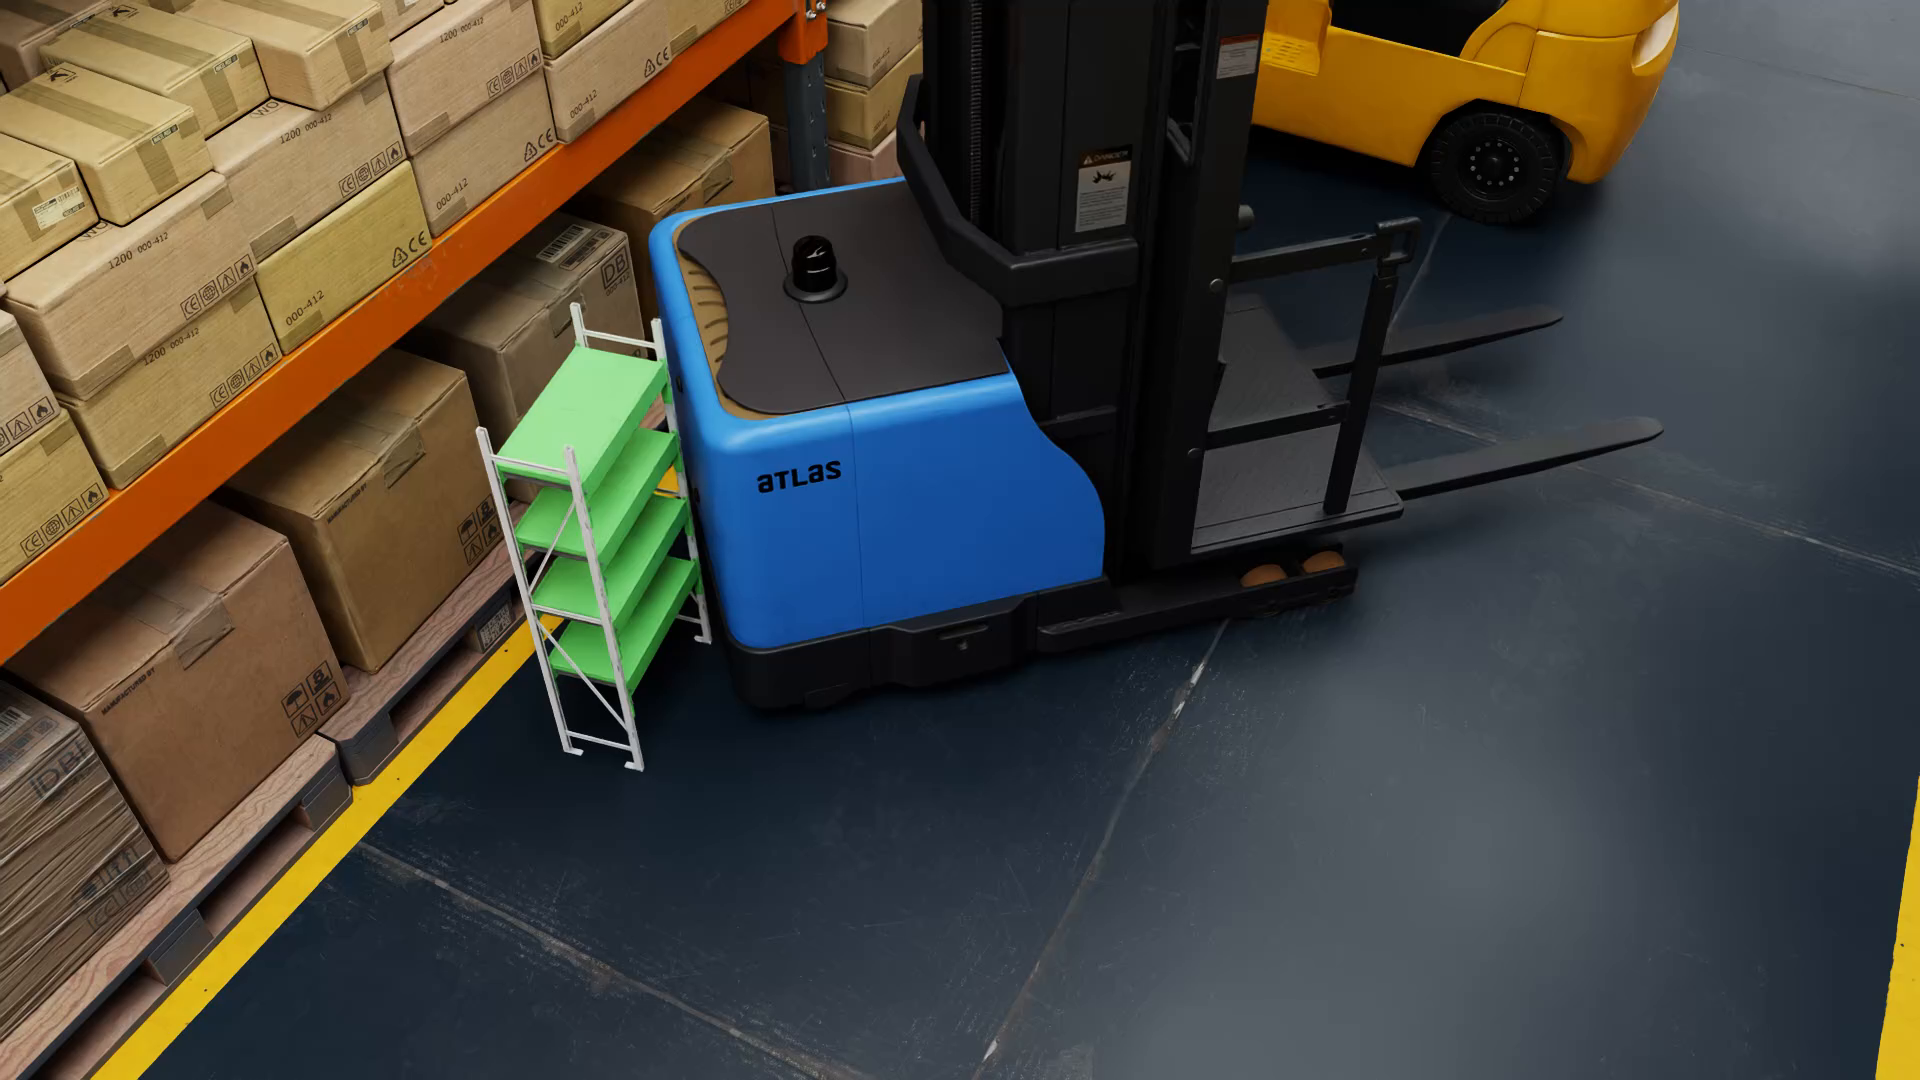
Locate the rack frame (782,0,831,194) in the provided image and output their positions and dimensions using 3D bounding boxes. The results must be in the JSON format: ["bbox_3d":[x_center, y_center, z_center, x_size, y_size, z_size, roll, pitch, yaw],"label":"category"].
[{"bbox_3d":[-0.927,-2.156,5.272,1.000,3.000,0.127,20,49,19],"label":"rack frame"}]

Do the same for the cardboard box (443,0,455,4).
[{"bbox_3d":[-1.335,-1.472,4.069,0.380,0.149,0.250,19,48,18],"label":"cardboard box"}]

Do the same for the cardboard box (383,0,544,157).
[{"bbox_3d":[-1.403,-1.239,4.120,0.500,0.250,0.500,21,49,20],"label":"cardboard box"}]

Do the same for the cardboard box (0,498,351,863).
[{"bbox_3d":[-2.186,0.248,4.270,0.875,0.625,0.625,22,49,20],"label":"cardboard box"}]

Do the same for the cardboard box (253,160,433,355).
[{"bbox_3d":[-1.648,-0.751,3.989,0.500,0.250,0.500,22,49,20],"label":"cardboard box"}]

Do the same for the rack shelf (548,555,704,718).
[{"bbox_3d":[-0.924,0.238,4.598,0.258,0.148,0.480,12,47,12],"label":"rack shelf"}]

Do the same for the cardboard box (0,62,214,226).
[{"bbox_3d":[-1.785,-0.820,3.425,0.380,0.149,0.250,21,49,20],"label":"cardboard box"}]

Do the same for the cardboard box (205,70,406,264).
[{"bbox_3d":[-1.654,-0.927,3.812,0.500,0.250,0.500,21,49,20],"label":"cardboard box"}]

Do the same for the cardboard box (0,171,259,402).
[{"bbox_3d":[-1.869,-0.597,3.485,0.500,0.250,0.500,19,48,18],"label":"cardboard box"}]

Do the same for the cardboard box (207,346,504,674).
[{"bbox_3d":[-1.874,-0.176,4.690,0.875,0.625,0.625,19,48,17],"label":"cardboard box"}]

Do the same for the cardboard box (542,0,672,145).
[{"bbox_3d":[-1.158,-1.381,4.612,0.500,0.250,0.500,20,49,19],"label":"cardboard box"}]

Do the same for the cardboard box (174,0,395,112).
[{"bbox_3d":[-1.510,-1.124,3.725,0.380,0.149,0.250,19,48,18],"label":"cardboard box"}]

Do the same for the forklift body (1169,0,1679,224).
[{"bbox_3d":[1.665,-2.581,6.289,2.313,2.155,1.214,20,49,19],"label":"forklift body"}]

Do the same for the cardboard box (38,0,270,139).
[{"bbox_3d":[-1.750,-1.016,3.618,0.380,0.149,0.250,20,49,19],"label":"cardboard box"}]

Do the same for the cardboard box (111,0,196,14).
[{"bbox_3d":[-2.029,-1.324,3.923,0.380,0.149,0.250,21,49,19],"label":"cardboard box"}]

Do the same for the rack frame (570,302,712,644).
[{"bbox_3d":[-0.855,-0.142,4.547,0.240,1.200,0.015,12,47,12],"label":"rack frame"}]

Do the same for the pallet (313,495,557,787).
[{"bbox_3d":[-1.800,0.072,5.030,1.003,0.211,1.213,20,49,19],"label":"pallet"}]

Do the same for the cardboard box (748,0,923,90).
[{"bbox_3d":[-0.425,-1.890,5.944,0.500,0.250,0.500,20,49,18],"label":"cardboard box"}]

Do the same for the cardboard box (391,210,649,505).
[{"bbox_3d":[-1.526,-0.651,5.158,0.875,0.625,0.625,20,49,19],"label":"cardboard box"}]

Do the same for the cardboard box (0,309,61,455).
[{"bbox_3d":[-2.128,-0.274,3.165,0.500,0.250,0.500,22,49,20],"label":"cardboard box"}]

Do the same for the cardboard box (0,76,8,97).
[{"bbox_3d":[-2.331,-1.018,3.620,0.380,0.149,0.250,20,49,18],"label":"cardboard box"}]

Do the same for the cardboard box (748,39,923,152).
[{"bbox_3d":[-0.429,-1.716,6.124,0.500,0.250,0.500,20,49,19],"label":"cardboard box"}]

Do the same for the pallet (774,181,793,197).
[{"bbox_3d":[-0.521,-1.663,6.746,1.003,0.211,1.213,20,49,19],"label":"pallet"}]

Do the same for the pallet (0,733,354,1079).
[{"bbox_3d":[-2.367,0.838,4.273,1.003,0.211,1.213,20,49,19],"label":"pallet"}]

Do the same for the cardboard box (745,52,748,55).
[{"bbox_3d":[-0.870,-2.063,6.115,0.500,0.250,0.500,21,49,20],"label":"cardboard box"}]

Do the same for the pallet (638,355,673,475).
[{"bbox_3d":[-1.235,-0.699,5.793,1.003,0.211,1.213,20,49,19],"label":"pallet"}]

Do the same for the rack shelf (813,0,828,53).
[{"bbox_3d":[0.001,-3.164,6.773,1.077,0.370,4.000,20,49,19],"label":"rack shelf"}]

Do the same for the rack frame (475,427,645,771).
[{"bbox_3d":[-0.994,0.191,4.218,0.240,1.200,0.015,12,47,12],"label":"rack frame"}]

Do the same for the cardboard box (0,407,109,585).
[{"bbox_3d":[-2.124,-0.098,3.343,0.500,0.250,0.500,19,48,18],"label":"cardboard box"}]

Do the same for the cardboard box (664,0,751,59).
[{"bbox_3d":[-0.929,-1.700,4.927,0.500,0.250,0.500,22,49,20],"label":"cardboard box"}]

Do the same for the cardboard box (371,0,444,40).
[{"bbox_3d":[-1.456,-1.316,3.916,0.380,0.149,0.250,21,49,19],"label":"cardboard box"}]

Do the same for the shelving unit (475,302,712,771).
[{"bbox_3d":[-0.924,0.024,4.382,0.258,1.200,0.503,12,47,12],"label":"shelving unit"}]

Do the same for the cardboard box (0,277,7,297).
[{"bbox_3d":[-2.046,-0.511,3.120,0.380,0.149,0.250,21,49,19],"label":"cardboard box"}]

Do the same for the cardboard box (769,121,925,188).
[{"bbox_3d":[-0.409,-1.533,6.294,0.500,0.250,0.500,21,49,19],"label":"cardboard box"}]

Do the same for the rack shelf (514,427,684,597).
[{"bbox_3d":[-0.924,-0.099,4.257,0.258,0.148,0.480,12,47,12],"label":"rack shelf"}]

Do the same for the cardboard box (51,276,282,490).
[{"bbox_3d":[-1.891,-0.425,3.666,0.500,0.250,0.500,19,48,18],"label":"cardboard box"}]

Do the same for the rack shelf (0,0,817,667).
[{"bbox_3d":[-1.856,-0.644,4.283,1.077,0.370,4.000,20,49,19],"label":"rack shelf"}]

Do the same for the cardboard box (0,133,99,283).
[{"bbox_3d":[-1.955,-0.679,3.286,0.380,0.149,0.250,21,49,19],"label":"cardboard box"}]

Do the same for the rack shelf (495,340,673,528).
[{"bbox_3d":[-0.924,-0.268,4.086,0.258,0.148,0.480,12,47,12],"label":"rack shelf"}]

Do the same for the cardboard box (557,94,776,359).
[{"bbox_3d":[-1.159,-1.137,5.639,0.875,0.625,0.625,23,50,21],"label":"cardboard box"}]

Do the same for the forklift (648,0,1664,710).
[{"bbox_3d":[0.693,-1.146,4.322,3.031,2.935,1.130,-12,47,-11],"label":"forklift"}]

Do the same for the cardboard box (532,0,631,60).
[{"bbox_3d":[-1.161,-1.559,4.436,0.500,0.250,0.500,19,48,18],"label":"cardboard box"}]

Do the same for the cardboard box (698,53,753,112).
[{"bbox_3d":[-0.883,-1.888,6.293,0.500,0.250,0.500,19,48,18],"label":"cardboard box"}]

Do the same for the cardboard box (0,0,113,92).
[{"bbox_3d":[-2.117,-1.145,3.746,0.380,0.149,0.250,22,49,20],"label":"cardboard box"}]

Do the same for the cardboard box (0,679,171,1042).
[{"bbox_3d":[-2.482,0.662,3.861,0.875,0.625,0.625,22,49,20],"label":"cardboard box"}]

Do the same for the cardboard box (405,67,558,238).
[{"bbox_3d":[-1.415,-1.079,4.313,0.500,0.250,0.500,21,49,19],"label":"cardboard box"}]

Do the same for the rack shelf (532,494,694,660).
[{"bbox_3d":[-0.924,0.069,4.428,0.258,0.148,0.480,12,47,12],"label":"rack shelf"}]
